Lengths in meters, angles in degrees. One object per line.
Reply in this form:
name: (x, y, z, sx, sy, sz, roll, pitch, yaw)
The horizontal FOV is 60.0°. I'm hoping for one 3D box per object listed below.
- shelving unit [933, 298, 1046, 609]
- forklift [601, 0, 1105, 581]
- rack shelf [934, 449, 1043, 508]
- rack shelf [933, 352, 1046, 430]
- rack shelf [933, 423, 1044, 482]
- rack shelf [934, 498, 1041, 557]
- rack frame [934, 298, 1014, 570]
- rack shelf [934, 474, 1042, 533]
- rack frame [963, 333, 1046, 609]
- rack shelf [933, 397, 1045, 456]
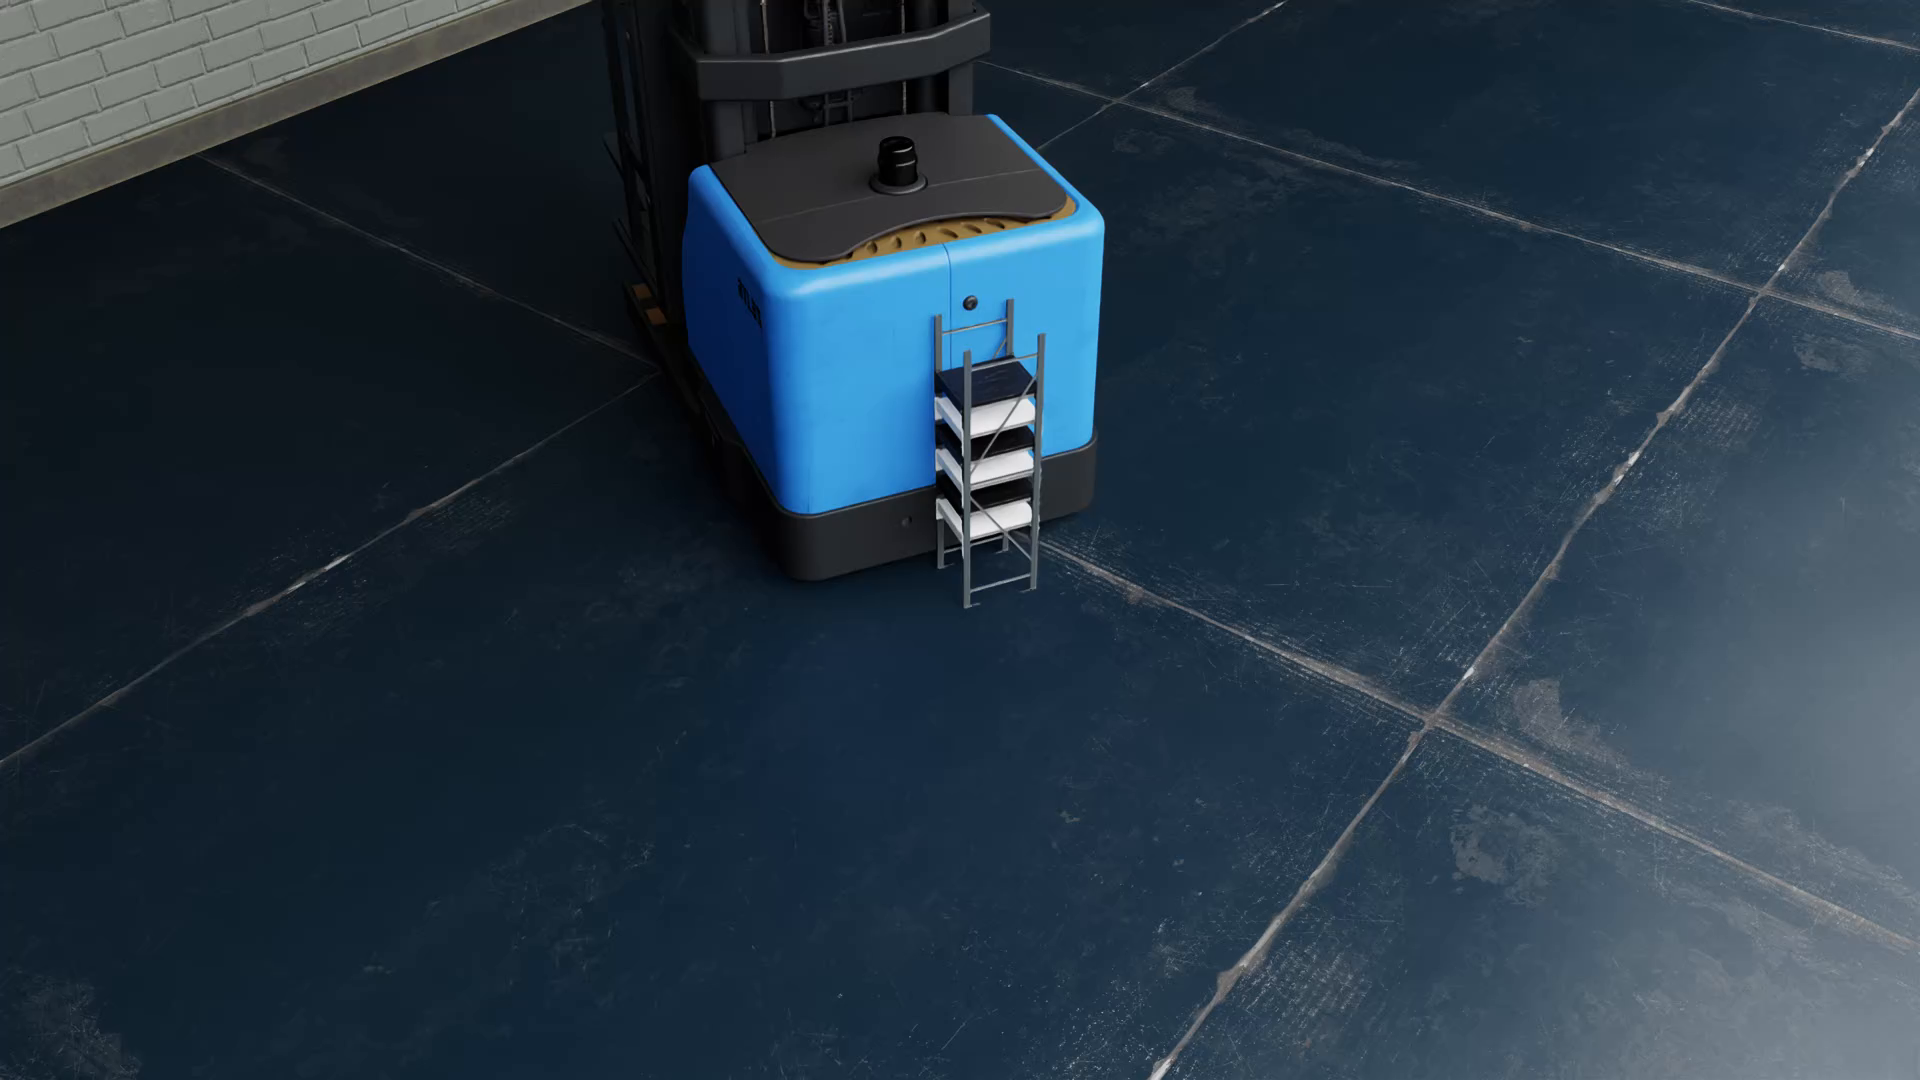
shelving unit: (0.081, -0.235, 4.820, 0.258, 0.900, 0.210, -15, 40, -18)
forklift: (-0.617, -1.939, 5.349, 1.130, 2.935, 3.031, -15, 40, -18)
rack shelf: (0.081, -0.209, 4.840, 0.258, 0.077, 0.200, -15, 40, -18)
rack shelf: (0.081, -0.421, 4.674, 0.258, 0.077, 0.200, -15, 40, -18)
rack shelf: (0.081, -0.279, 4.785, 0.258, 0.077, 0.200, -15, 40, -18)
rack shelf: (0.081, -0.067, 4.951, 0.258, 0.077, 0.200, -15, 40, -18)
rack frame: (0.041, -0.292, 4.893, 0.240, 0.900, 0.006, -15, 40, -18)
rack shelf: (0.081, -0.138, 4.896, 0.258, 0.077, 0.200, -15, 40, -18)
rack frame: (0.121, -0.177, 4.746, 0.240, 0.900, 0.006, -15, 40, -18)
rack shelf: (0.081, -0.350, 4.729, 0.258, 0.077, 0.200, -15, 40, -18)
